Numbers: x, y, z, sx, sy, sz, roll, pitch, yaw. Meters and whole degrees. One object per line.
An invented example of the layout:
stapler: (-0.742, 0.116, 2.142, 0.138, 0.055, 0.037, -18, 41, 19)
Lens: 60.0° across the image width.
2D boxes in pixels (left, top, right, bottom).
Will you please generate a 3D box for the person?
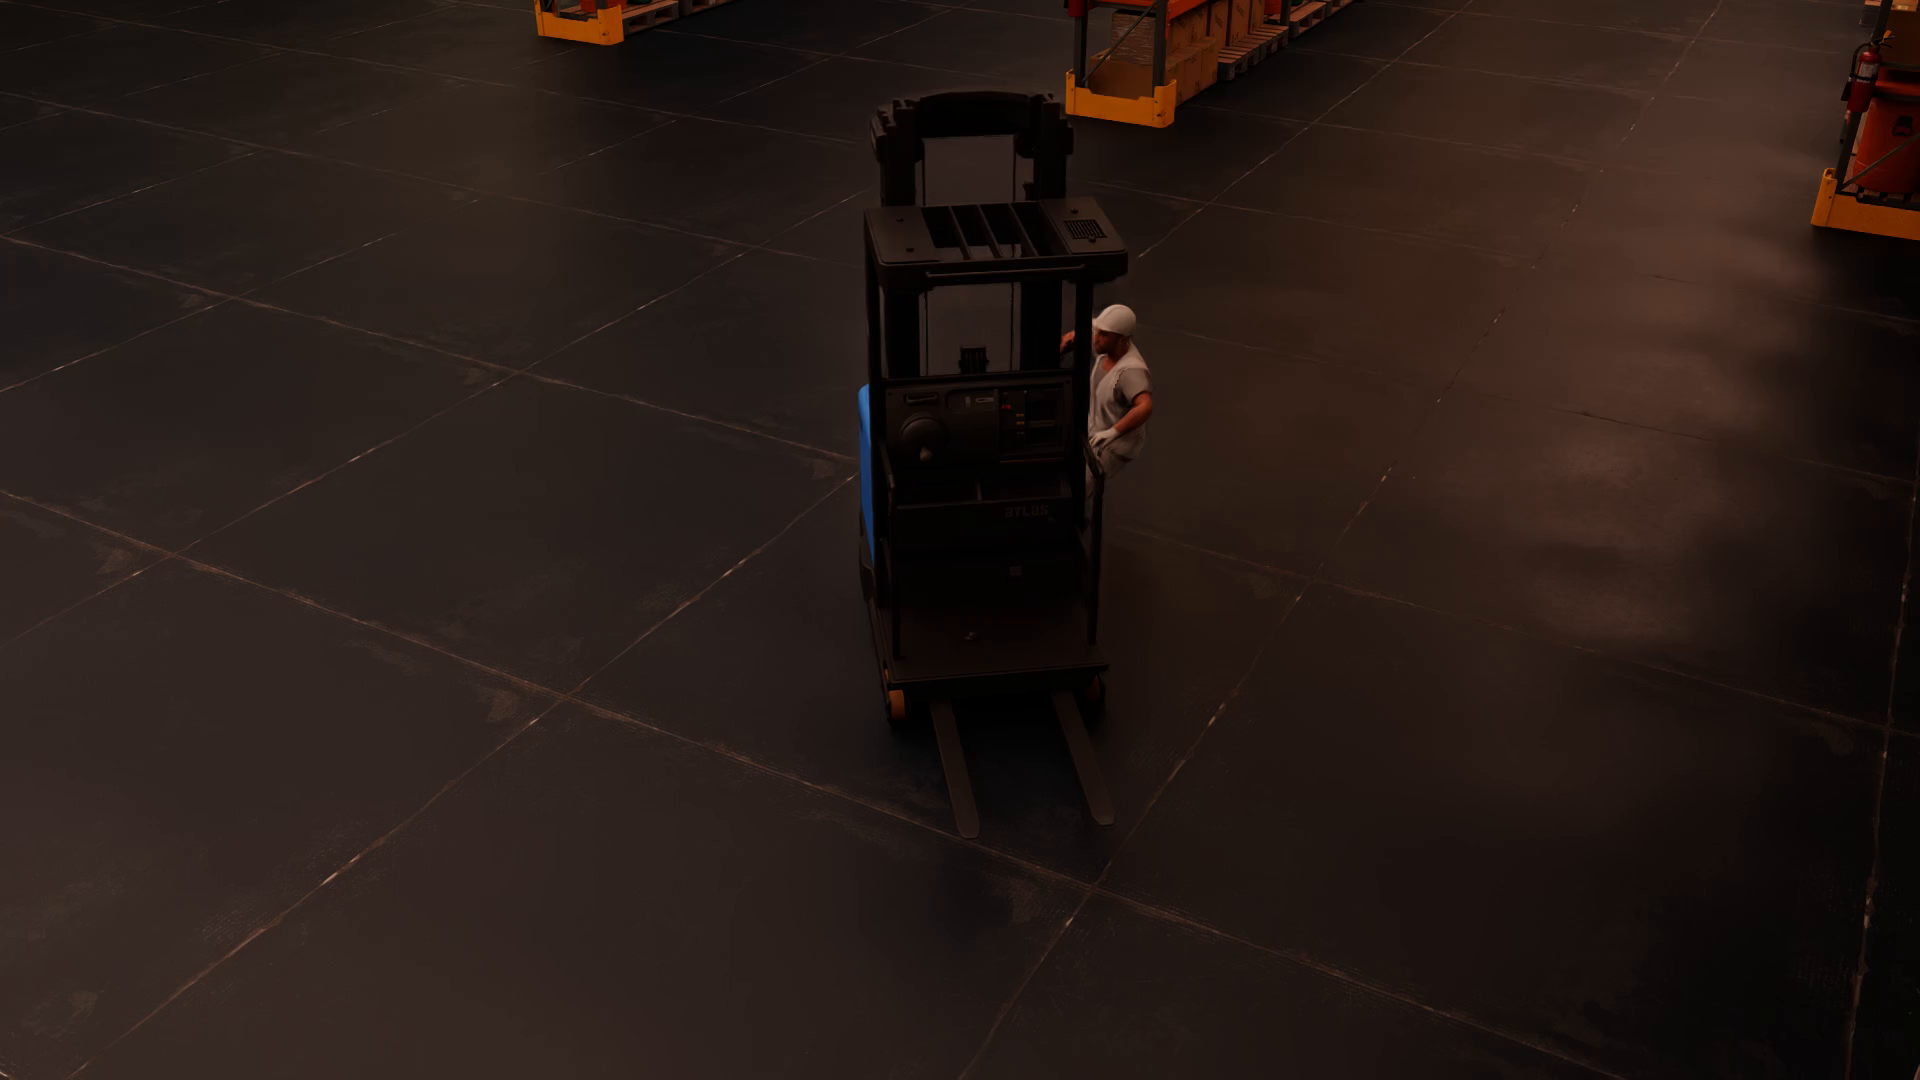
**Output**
person: (0.641, -0.560, 9.398, 0.844, 1.590, 1.153, -11, 32, -18)

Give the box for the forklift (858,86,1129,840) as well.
forklift: (0.133, -0.539, 8.005, 1.130, 2.935, 3.031, -4, 30, -7)
